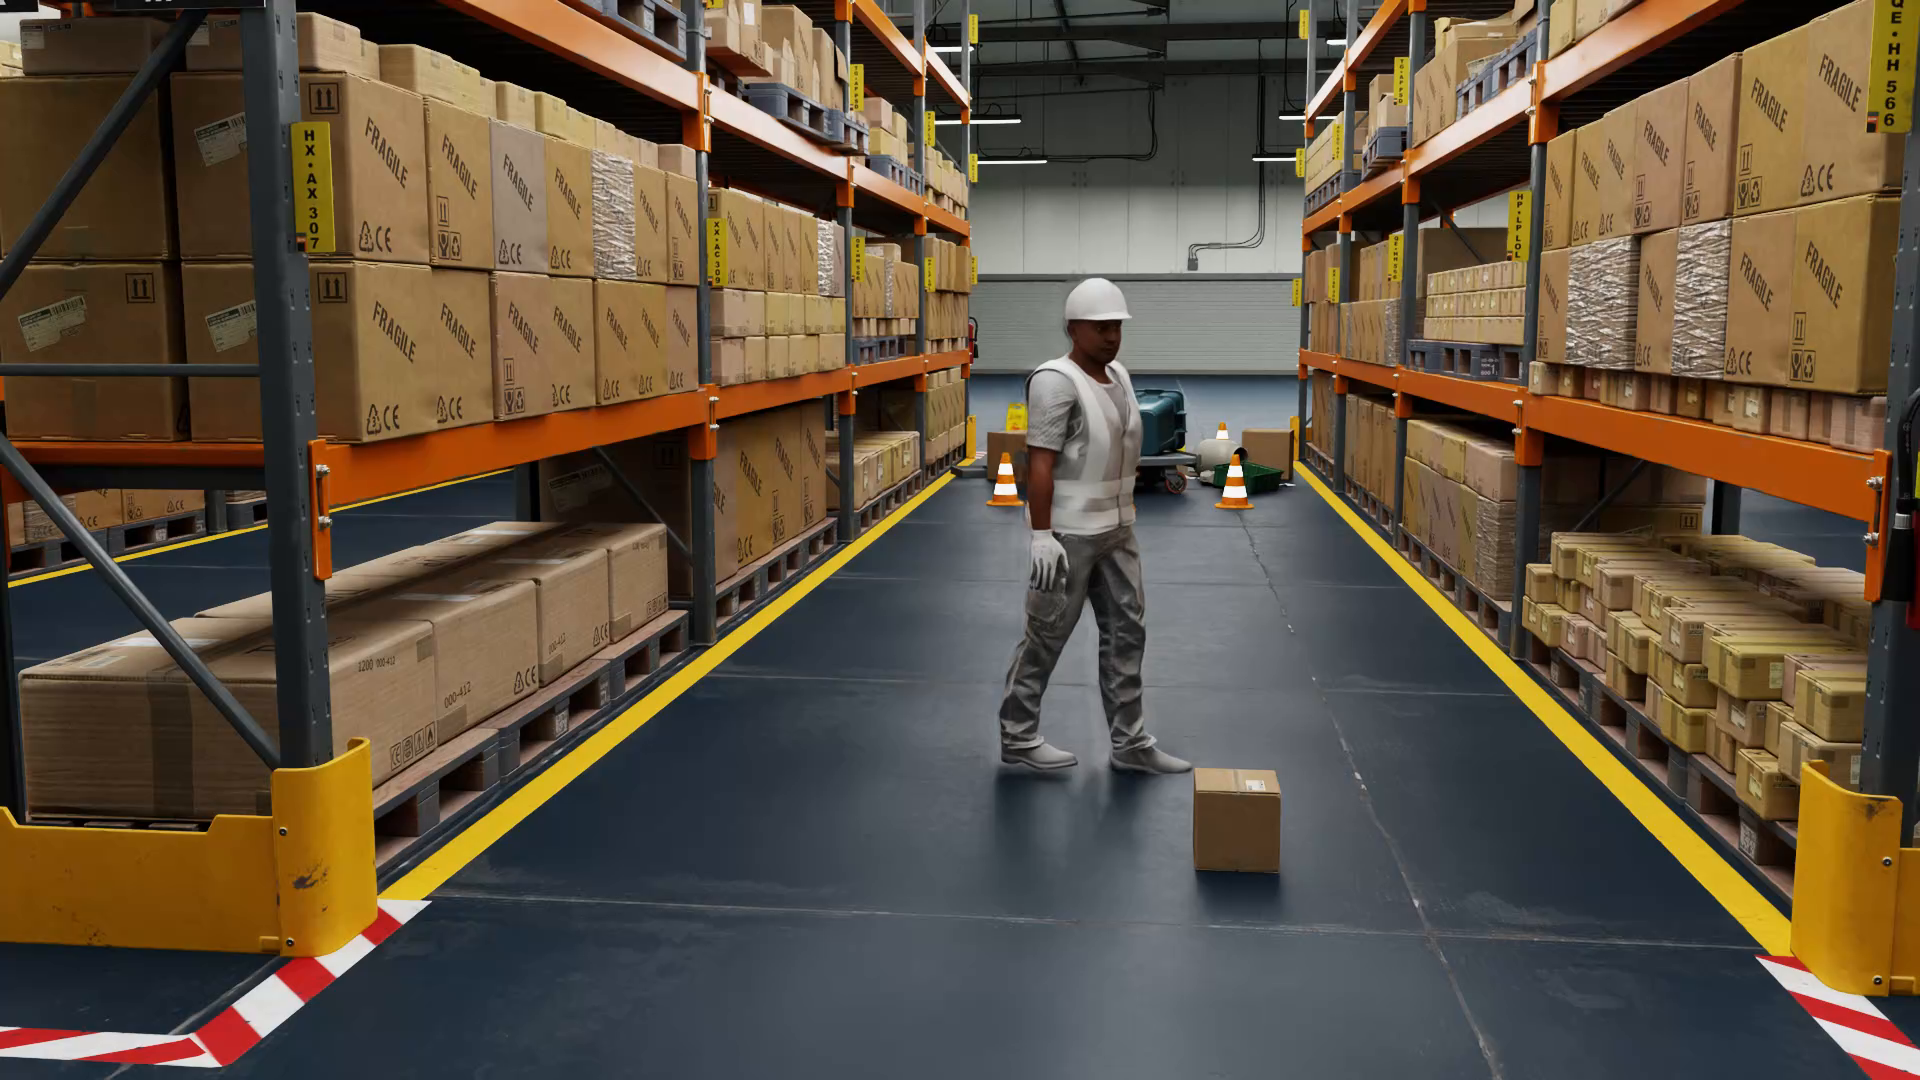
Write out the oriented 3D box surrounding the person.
[{"bbox_3d":[0.438,-0.019,5.922,0.596,1.803,0.646,6,9,36],"label":"person"}]
